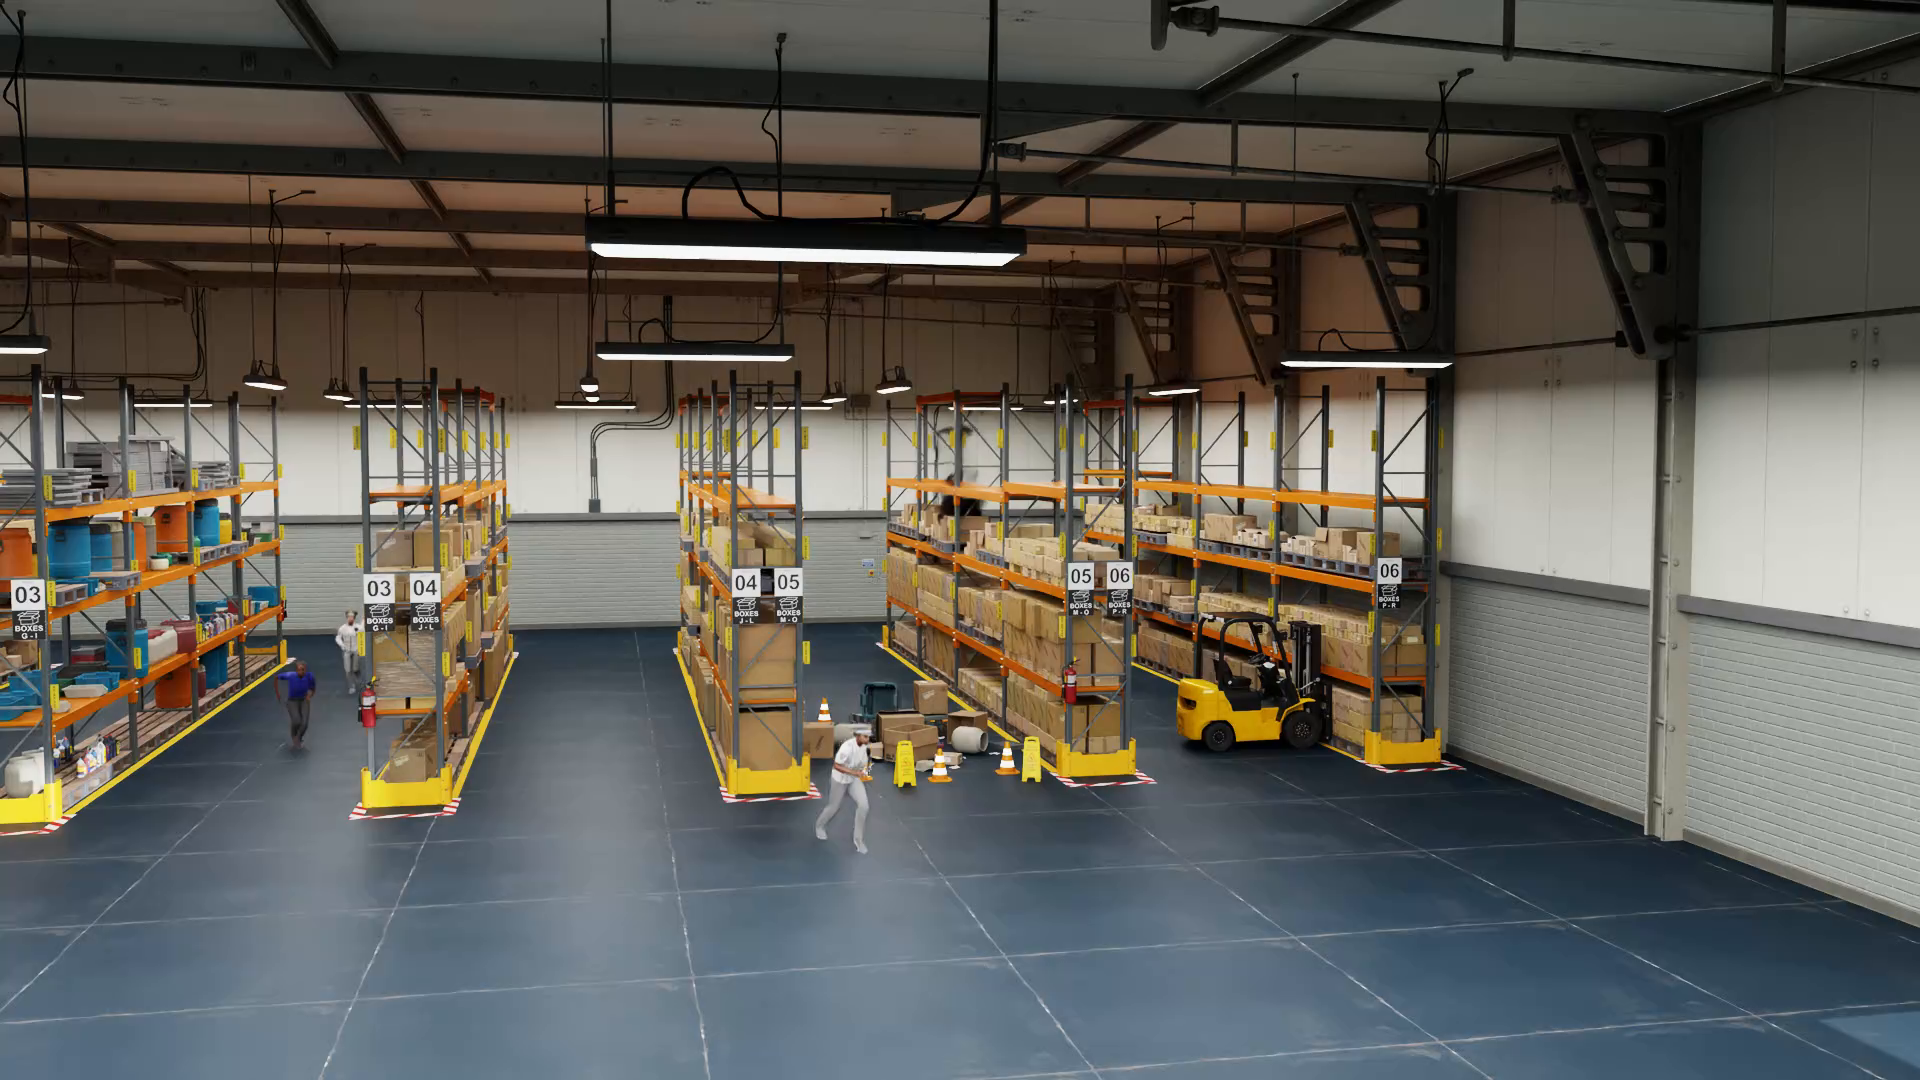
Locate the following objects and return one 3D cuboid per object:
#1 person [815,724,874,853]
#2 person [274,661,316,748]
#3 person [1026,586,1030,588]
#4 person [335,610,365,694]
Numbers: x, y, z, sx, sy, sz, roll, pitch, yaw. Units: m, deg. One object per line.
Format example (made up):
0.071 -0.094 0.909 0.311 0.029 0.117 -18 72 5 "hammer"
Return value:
-1.425 3.024 20.502 0.980 1.622 0.618 3 5 43 "person"
-10.708 2.666 26.805 0.601 1.486 0.846 -2 4 -33 "person"
1.552 1.872 37.705 0.724 1.794 0.953 -1 4 -22 "person"
-12.115 2.216 33.117 0.616 1.659 0.531 -1 3 -13 "person"
